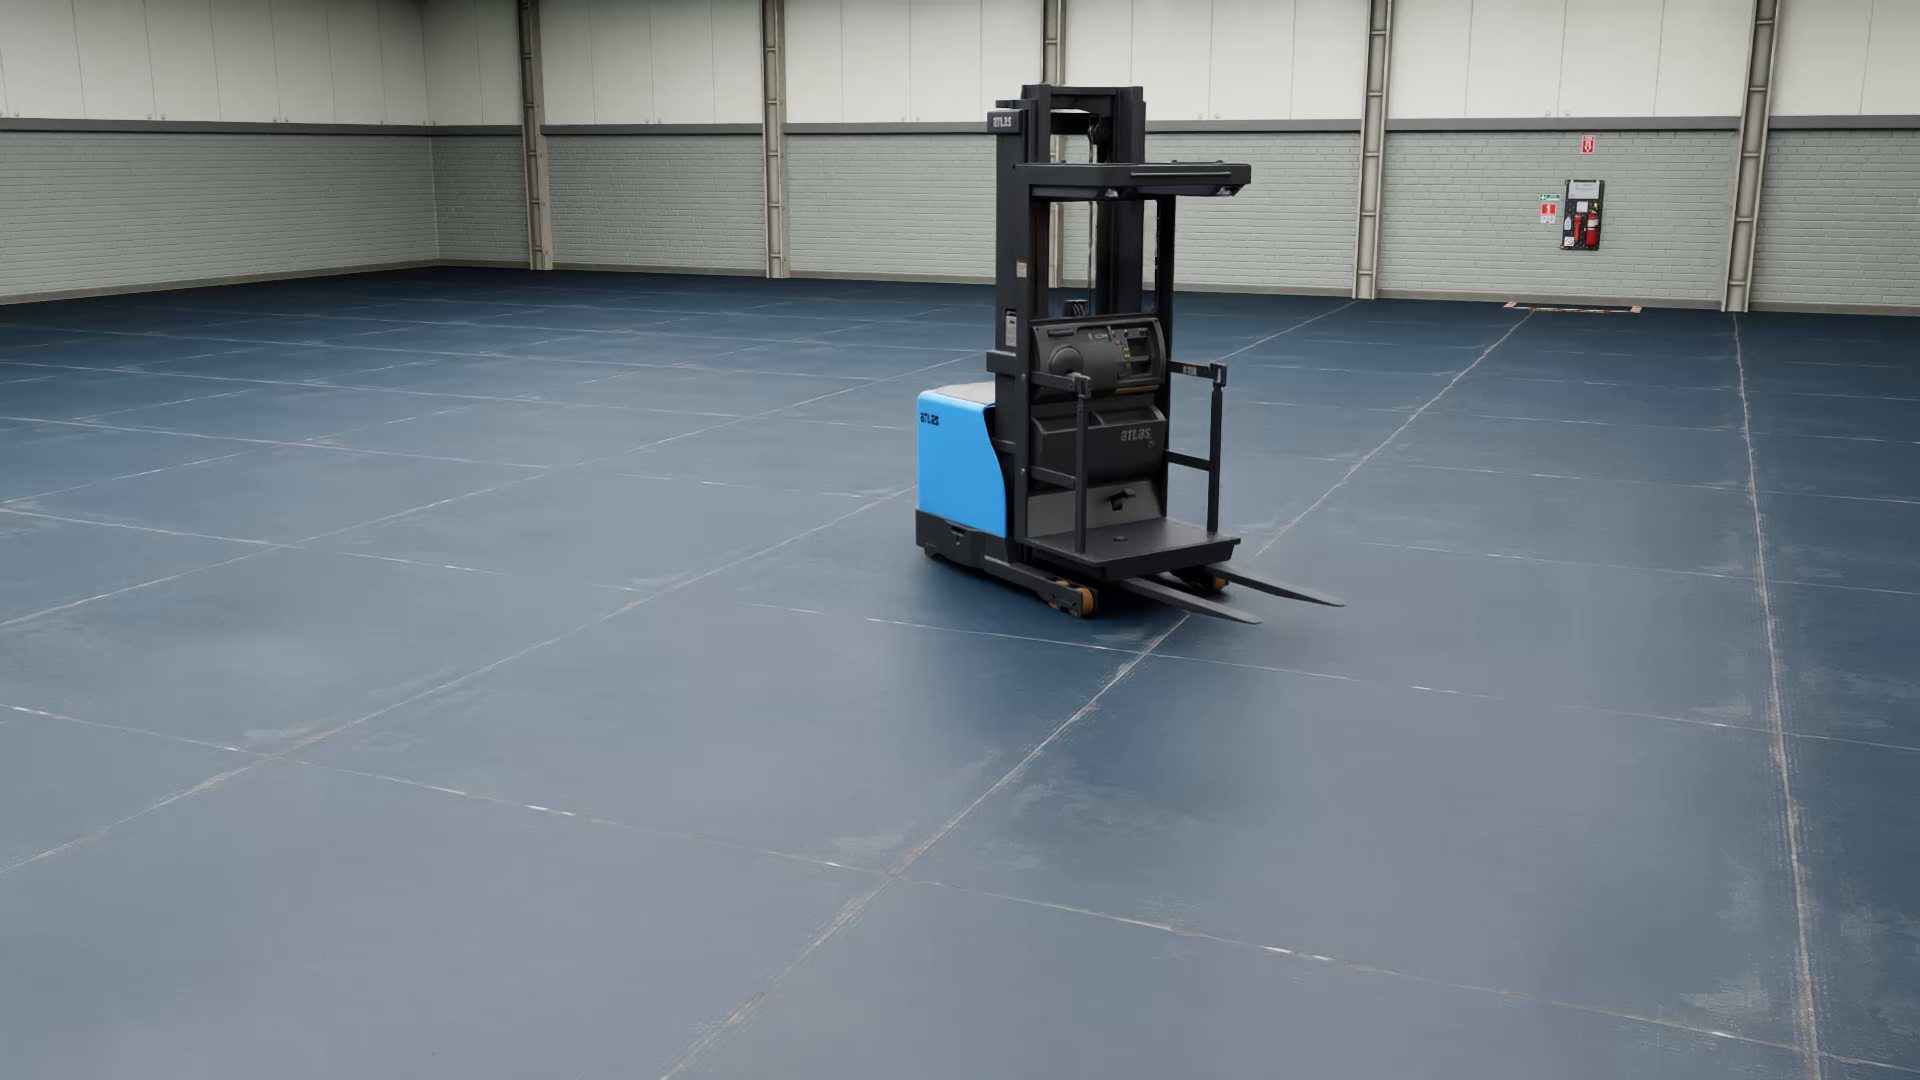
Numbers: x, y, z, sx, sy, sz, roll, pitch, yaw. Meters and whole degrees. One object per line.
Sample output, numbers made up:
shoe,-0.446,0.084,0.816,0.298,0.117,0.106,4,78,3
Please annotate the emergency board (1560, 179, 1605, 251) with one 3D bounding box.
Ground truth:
emergency board,10.460,-5.458,27.949,0.643,1.169,0.194,6,14,23

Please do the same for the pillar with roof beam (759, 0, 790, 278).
pillar with roof beam,-5.497,-8.908,29.521,0.400,9.000,9.100,6,14,23

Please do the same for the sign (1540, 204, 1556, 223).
sign,9.996,-5.548,28.255,0.234,0.329,0.001,6,14,23

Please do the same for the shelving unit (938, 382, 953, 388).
shelving unit,0.012,-0.522,11.182,0.252,1.050,0.215,7,15,26

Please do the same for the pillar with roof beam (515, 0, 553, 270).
pillar with roof beam,-10.983,-9.464,31.887,0.400,9.000,9.100,6,14,23

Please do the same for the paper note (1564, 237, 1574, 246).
paper note,10.326,-5.060,28.181,0.142,0.148,0.016,6,14,23

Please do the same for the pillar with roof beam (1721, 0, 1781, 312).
pillar with roof beam,10.960,-7.243,22.423,0.400,9.000,9.100,6,14,23

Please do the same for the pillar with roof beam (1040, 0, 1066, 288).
pillar with roof beam,-0.011,-8.353,27.155,0.400,9.000,9.100,6,14,23

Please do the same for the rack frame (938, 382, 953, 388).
rack frame,-0.097,-0.535,11.235,0.008,1.050,0.200,7,15,26

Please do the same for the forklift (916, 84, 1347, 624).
forklift,0.943,-1.116,9.595,1.130,2.935,3.031,-9,16,-32

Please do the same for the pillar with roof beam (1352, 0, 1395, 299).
pillar with roof beam,5.475,-7.798,24.789,0.400,9.000,9.100,6,14,23

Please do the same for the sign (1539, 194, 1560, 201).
sign,9.997,-5.804,28.184,0.331,0.109,0.001,6,14,23

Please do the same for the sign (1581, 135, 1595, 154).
sign,10.493,-6.608,27.776,0.199,0.298,0.001,6,14,23
